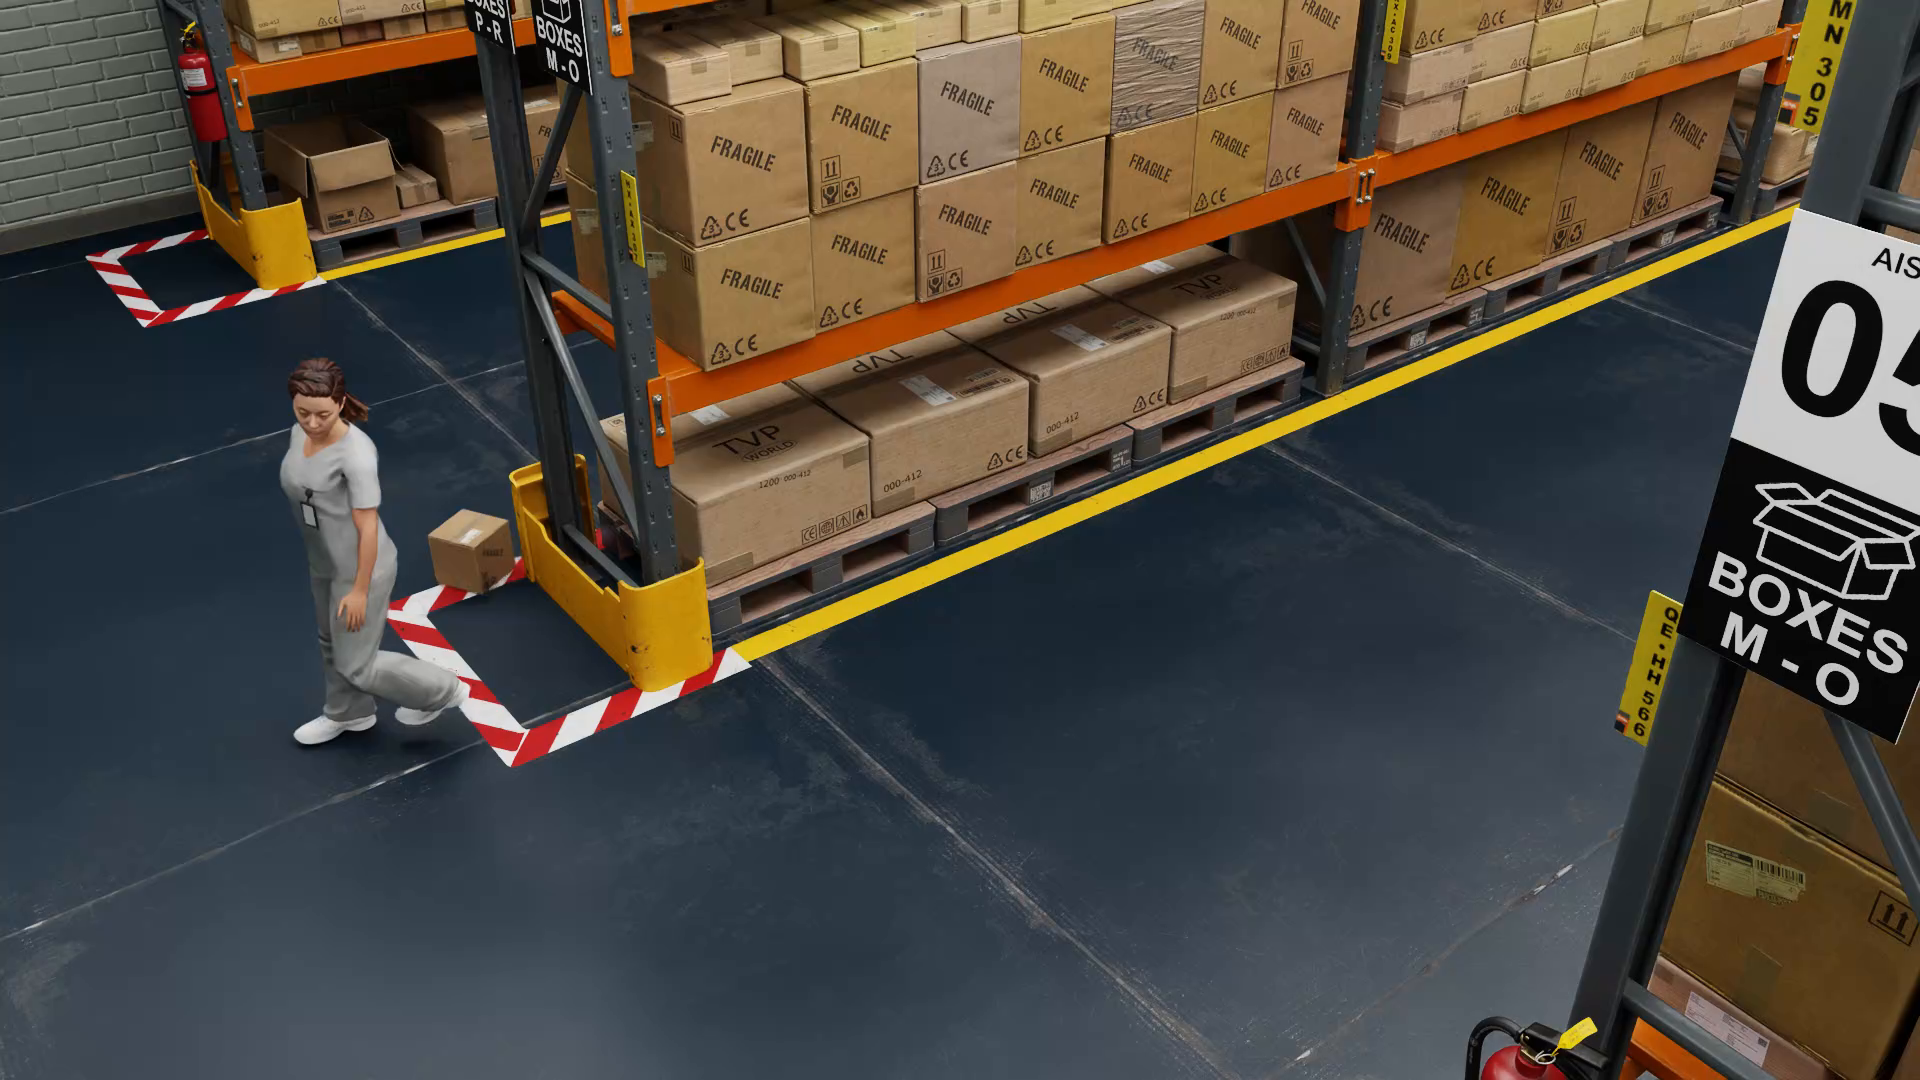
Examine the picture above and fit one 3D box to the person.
[{"bbox_3d":[-2.204,0.072,6.015,0.533,1.655,0.550,26,40,35],"label":"person"}]
